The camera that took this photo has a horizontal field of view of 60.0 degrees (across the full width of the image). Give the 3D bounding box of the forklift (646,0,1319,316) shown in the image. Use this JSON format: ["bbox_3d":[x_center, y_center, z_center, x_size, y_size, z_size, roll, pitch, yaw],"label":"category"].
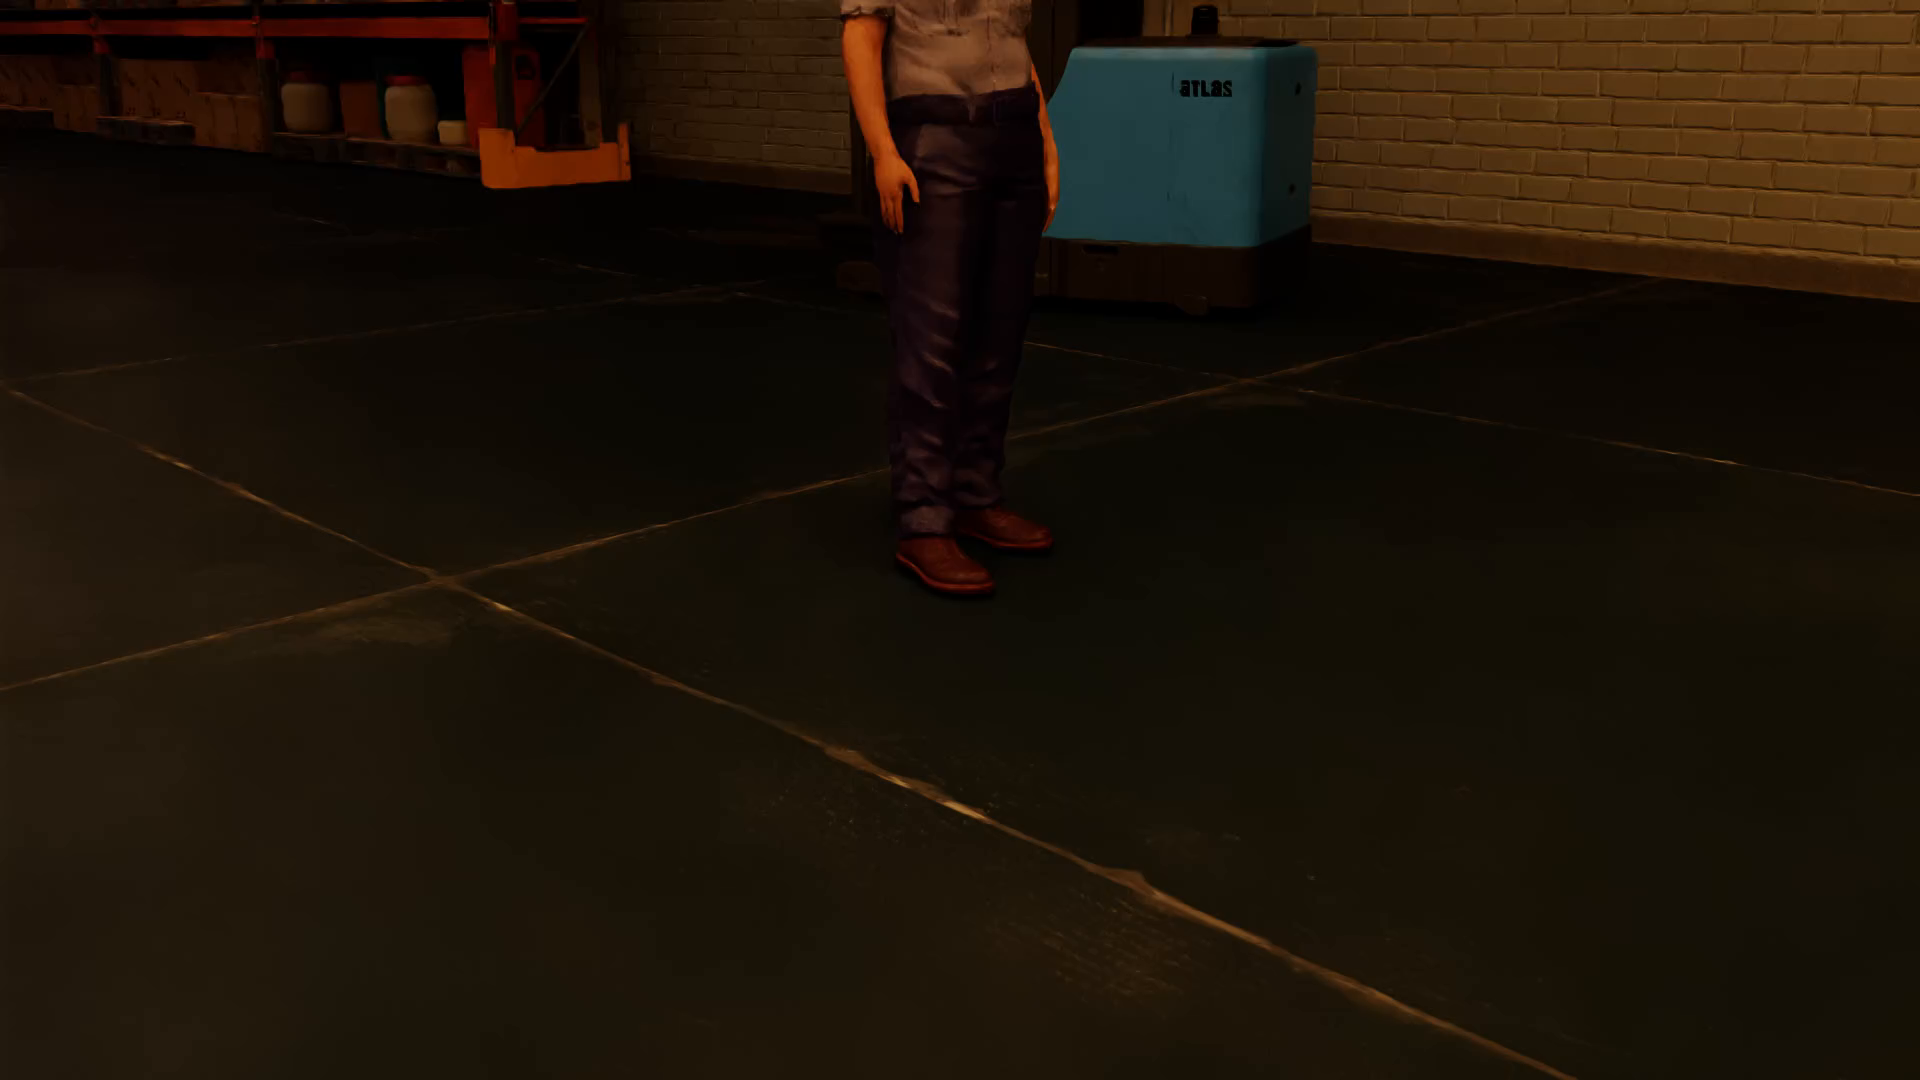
[{"bbox_3d":[0.007,-2.578,7.283,3.031,2.935,1.130,8,19,23],"label":"forklift"}]

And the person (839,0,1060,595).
[{"bbox_3d":[0.048,-0.771,3.574,0.502,1.650,0.599,16,23,42],"label":"person"}]
